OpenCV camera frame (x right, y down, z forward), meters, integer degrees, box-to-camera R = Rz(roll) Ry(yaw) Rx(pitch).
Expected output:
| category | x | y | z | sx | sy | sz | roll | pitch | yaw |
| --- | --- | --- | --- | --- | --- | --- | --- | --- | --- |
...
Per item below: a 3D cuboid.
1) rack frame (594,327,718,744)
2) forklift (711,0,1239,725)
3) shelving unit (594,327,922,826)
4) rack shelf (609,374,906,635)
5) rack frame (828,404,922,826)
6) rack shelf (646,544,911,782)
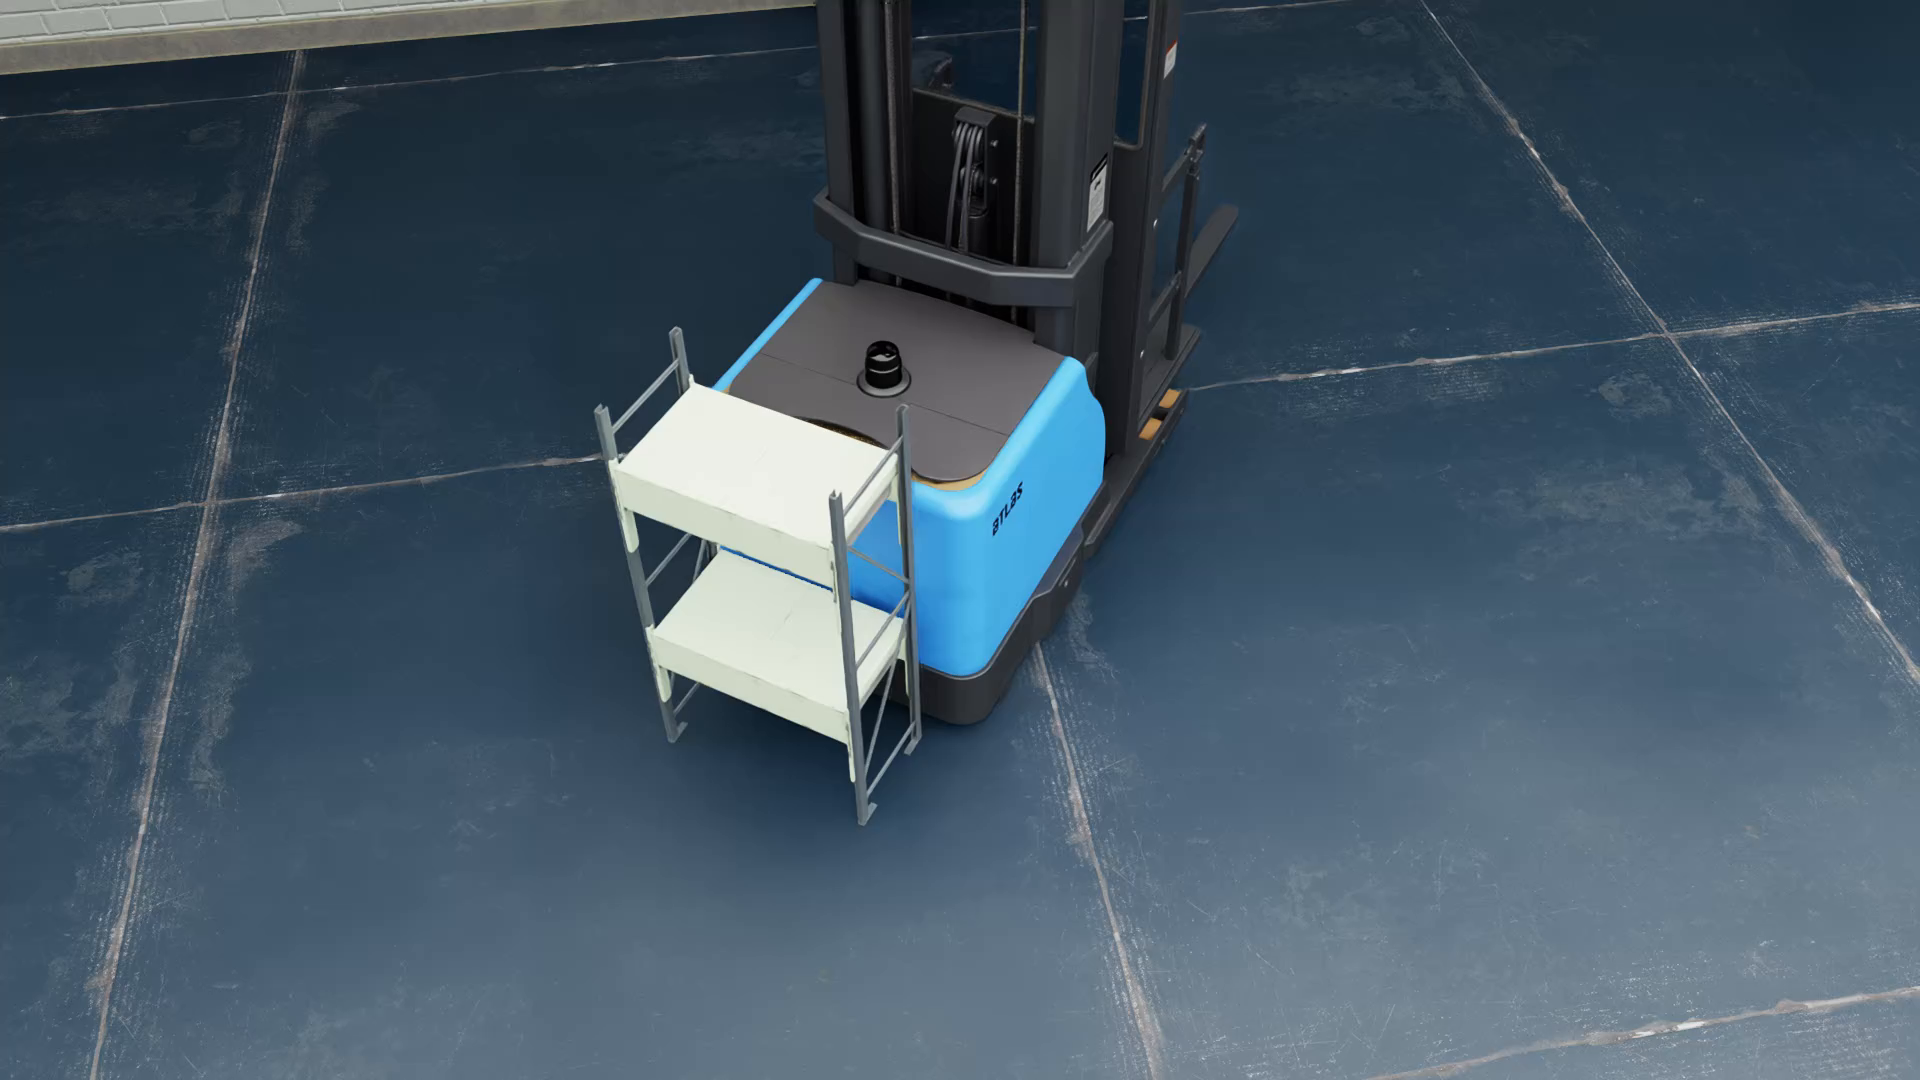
| category | x | y | z | sx | sy | sz | roll | pitch | yaw |
| --- | --- | --- | --- | --- | --- | --- | --- | --- | --- |
| rack frame | -0.887 | 0.038 | 5.167 | 0.023 | 1.500 | 0.400 | 20 | 50 | 18 |
| forklift | 0.259 | -1.468 | 5.629 | 1.130 | 2.935 | 3.031 | 20 | 49 | 18 |
| shelving unit | -0.561 | 0.157 | 5.052 | 0.755 | 1.500 | 0.431 | 20 | 50 | 18 |
| rack shelf | -0.563 | -0.110 | 4.768 | 0.720 | 0.370 | 0.431 | 20 | 50 | 18 |
| rack frame | -0.234 | 0.276 | 4.937 | 0.023 | 1.500 | 0.400 | 20 | 50 | 18 |
| rack shelf | -0.558 | 0.380 | 5.290 | 0.720 | 0.370 | 0.431 | 20 | 50 | 18 |
